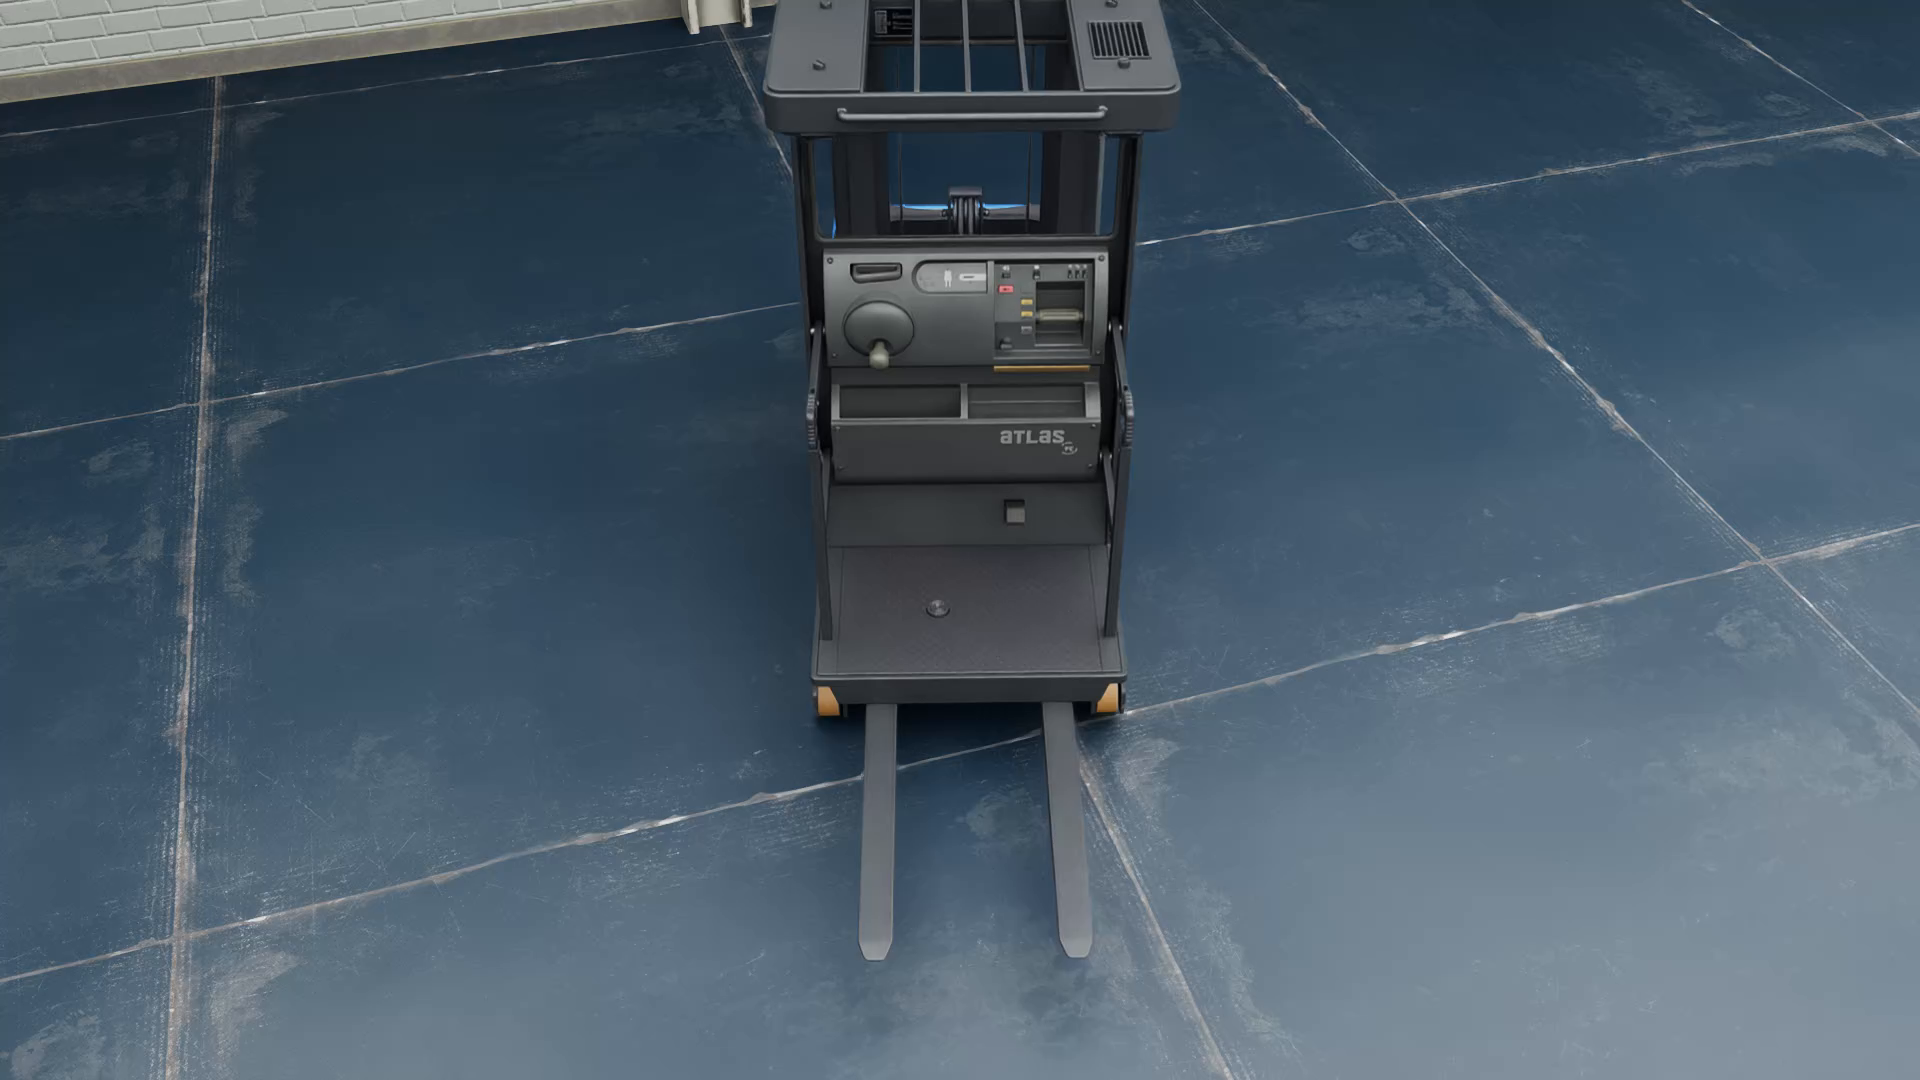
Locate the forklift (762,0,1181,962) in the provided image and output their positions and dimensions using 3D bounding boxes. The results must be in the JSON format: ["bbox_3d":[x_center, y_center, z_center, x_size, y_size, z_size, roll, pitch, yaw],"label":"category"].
[{"bbox_3d":[0.025,-0.678,5.299,1.130,2.935,3.031,-1,41,-1],"label":"forklift"}]

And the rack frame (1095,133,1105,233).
[{"bbox_3d":[0.558,-1.297,7.095,0.032,1.500,0.500,1,41,1],"label":"rack frame"}]

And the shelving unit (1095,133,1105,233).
[{"bbox_3d":[0.049,-1.303,7.102,1.048,1.500,0.538,1,41,1],"label":"shelving unit"}]

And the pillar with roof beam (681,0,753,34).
[{"bbox_3d":[-0.242,-3.972,4.457,0.400,9.000,9.100,-12,42,-13],"label":"pillar with roof beam"}]
